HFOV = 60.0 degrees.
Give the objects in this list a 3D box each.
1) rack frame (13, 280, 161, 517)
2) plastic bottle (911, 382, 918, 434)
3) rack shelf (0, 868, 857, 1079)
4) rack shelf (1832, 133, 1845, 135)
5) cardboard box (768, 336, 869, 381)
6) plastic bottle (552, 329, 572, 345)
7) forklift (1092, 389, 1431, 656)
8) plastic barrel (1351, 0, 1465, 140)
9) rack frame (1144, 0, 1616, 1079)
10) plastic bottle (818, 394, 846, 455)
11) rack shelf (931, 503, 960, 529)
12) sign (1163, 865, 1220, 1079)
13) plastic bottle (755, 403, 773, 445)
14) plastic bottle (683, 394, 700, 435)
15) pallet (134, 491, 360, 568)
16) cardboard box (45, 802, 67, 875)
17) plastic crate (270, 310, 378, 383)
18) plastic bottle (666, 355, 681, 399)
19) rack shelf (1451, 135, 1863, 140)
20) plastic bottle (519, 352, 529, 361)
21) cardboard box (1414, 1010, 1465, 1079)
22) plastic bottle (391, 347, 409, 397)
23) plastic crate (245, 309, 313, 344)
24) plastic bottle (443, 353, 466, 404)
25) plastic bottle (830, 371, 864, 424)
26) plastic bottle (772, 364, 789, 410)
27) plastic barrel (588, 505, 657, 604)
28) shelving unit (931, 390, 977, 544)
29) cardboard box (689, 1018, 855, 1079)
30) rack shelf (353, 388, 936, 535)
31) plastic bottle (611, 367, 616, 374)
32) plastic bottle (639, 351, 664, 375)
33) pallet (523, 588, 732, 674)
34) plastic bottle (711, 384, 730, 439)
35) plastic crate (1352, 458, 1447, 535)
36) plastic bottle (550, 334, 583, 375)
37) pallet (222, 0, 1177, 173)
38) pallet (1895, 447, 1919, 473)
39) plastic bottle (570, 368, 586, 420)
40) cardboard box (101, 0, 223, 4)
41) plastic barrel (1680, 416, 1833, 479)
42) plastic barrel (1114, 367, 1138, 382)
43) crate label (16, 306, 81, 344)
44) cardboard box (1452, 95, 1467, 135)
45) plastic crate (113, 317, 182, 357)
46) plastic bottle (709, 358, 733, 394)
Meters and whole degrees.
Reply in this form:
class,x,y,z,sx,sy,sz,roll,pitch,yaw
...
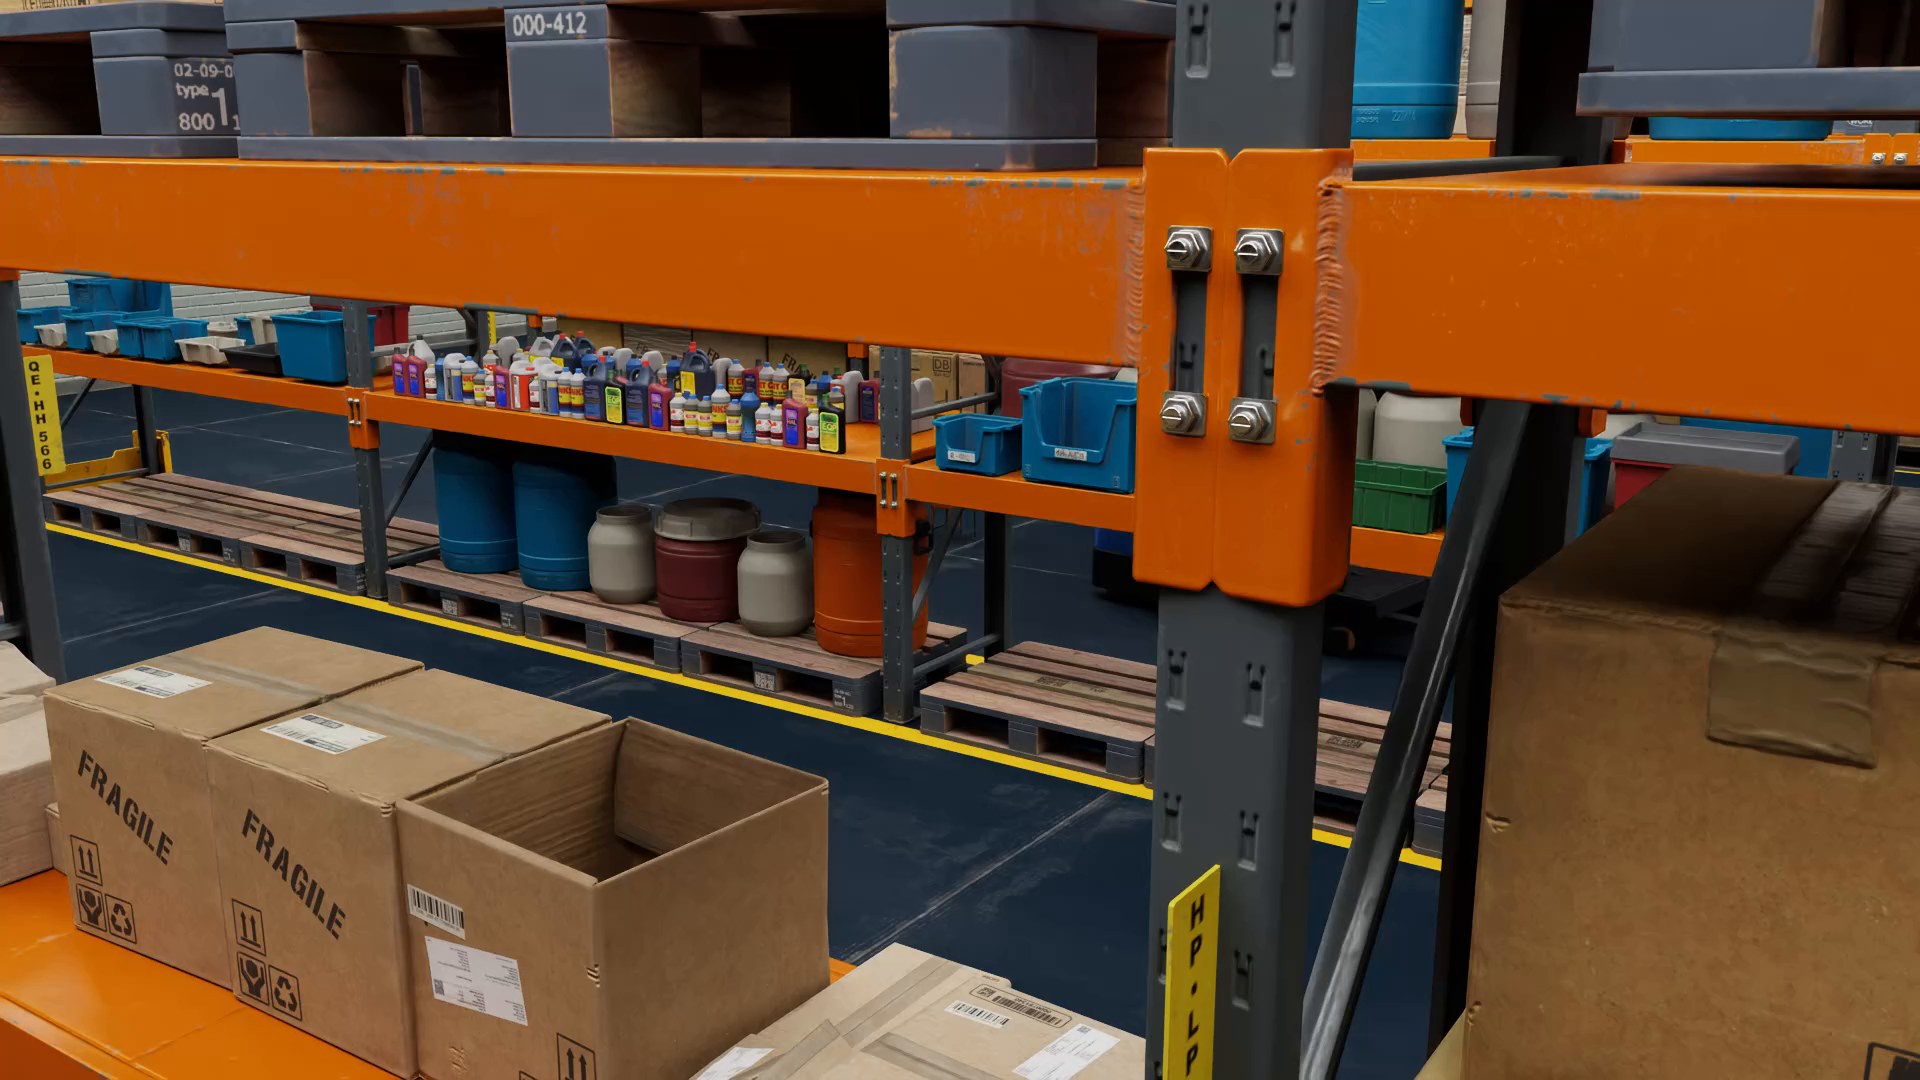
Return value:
class,x,y,z,sx,sy,sz,roll,pitch,yaw
rack frame,-6.688,-1.725,12.551,0.127,3.000,1.000,9,17,33
plastic bottle,-0.314,-0.684,8.604,0.135,0.276,0.152,9,17,33
rack shelf,-1.158,0.952,3.232,4.000,0.370,1.077,9,17,33
rack shelf,7.226,-3.454,14.789,4.000,0.370,1.077,9,17,33
cardboard box,-1.108,-1.453,15.000,0.875,0.875,0.875,9,17,33
plastic bottle,-2.424,-1.107,10.155,0.185,0.351,0.144,9,17,33
forklift,2.245,-0.919,9.437,3.031,2.935,1.130,13,19,42
plastic barrel,1.641,-2.016,6.438,0.708,0.901,0.600,9,17,33
rack frame,0.502,0.871,2.062,0.127,3.000,1.000,9,17,33
plastic bottle,-0.624,-0.565,8.106,0.133,0.283,0.061,9,17,33
rack shelf,-0.044,-0.237,11.795,0.240,0.259,0.215,9,17,33
sign,0.207,0.457,1.490,0.005,0.325,0.100,9,17,33
plastic bottle,-0.982,-0.588,8.371,0.097,0.201,0.097,0,14,0
plastic bottle,-1.385,-0.654,8.635,0.097,0.201,0.097,0,14,0
pallet,-5.017,-0.090,11.746,1.213,0.211,1.003,9,17,33
cardboard box,-1.728,0.616,3.614,0.250,0.149,0.380,11,17,37
plastic crate,-3.947,-1.205,10.357,0.575,0.384,0.392,9,17,33
plastic bottle,-1.648,-0.932,9.614,0.097,0.271,0.097,0,14,0
rack shelf,4.374,-2.479,10.849,4.000,0.370,1.077,9,17,33
plastic bottle,-2.673,-1.064,10.292,0.097,0.201,0.097,0,14,0
cardboard box,0.616,0.582,1.670,0.250,0.149,0.380,9,17,33
plastic bottle,-3.303,-0.998,9.855,0.133,0.283,0.061,9,17,33
plastic crate,-4.533,-1.402,11.366,0.530,0.282,0.437,9,17,33
plastic bottle,-2.894,-0.942,9.643,0.135,0.276,0.152,9,17,33
plastic bottle,-0.613,-0.777,8.977,0.135,0.276,0.152,9,17,33
plastic bottle,-0.996,-0.844,9.260,0.097,0.271,0.097,0,14,0
plastic barrel,-1.921,0.080,9.562,0.421,0.512,0.421,0,14,0
shelving unit,-0.044,-0.517,11.726,0.252,1.050,0.215,9,17,33
cardboard box,-0.331,0.855,2.407,0.258,0.266,0.396,9,16,31
rack shelf,-1.710,-0.572,9.387,4.000,0.370,1.077,9,17,33
plastic bottle,-1.914,-0.815,9.140,0.097,0.271,0.097,0,14,0
plastic bottle,-1.836,-0.975,9.776,0.135,0.276,0.152,9,17,33
pallet,-1.736,0.440,9.607,1.213,0.211,1.003,9,17,33
plastic bottle,-1.224,-0.662,8.521,0.097,0.271,0.097,0,14,0
plastic crate,1.666,-0.190,6.791,0.662,0.188,0.450,9,17,33
plastic bottle,-2.351,-1.053,9.939,0.185,0.351,0.144,9,17,33
pallet,-0.238,-0.608,2.192,1.217,0.209,0.805,8,16,31
pallet,8.203,-0.814,14.672,1.213,0.211,1.003,9,17,33
plastic bottle,-2.075,-0.799,9.077,0.097,0.271,0.097,0,14,0
cardboard box,-1.051,-0.985,2.754,0.500,0.250,0.500,8,16,28
plastic barrel,3.118,-0.472,6.443,0.708,0.901,0.600,9,17,33
plastic barrel,0.923,-0.611,7.818,0.421,0.512,0.421,0,14,0
crate label,-6.667,-1.574,12.165,0.303,0.233,0.416,9,17,33
cardboard box,3.388,-2.841,11.126,0.500,0.250,0.500,10,17,34
plastic crate,-5.575,-1.398,11.451,0.300,0.233,0.416,9,17,33
plastic bottle,-1.379,-0.901,9.478,0.135,0.276,0.152,9,17,33
